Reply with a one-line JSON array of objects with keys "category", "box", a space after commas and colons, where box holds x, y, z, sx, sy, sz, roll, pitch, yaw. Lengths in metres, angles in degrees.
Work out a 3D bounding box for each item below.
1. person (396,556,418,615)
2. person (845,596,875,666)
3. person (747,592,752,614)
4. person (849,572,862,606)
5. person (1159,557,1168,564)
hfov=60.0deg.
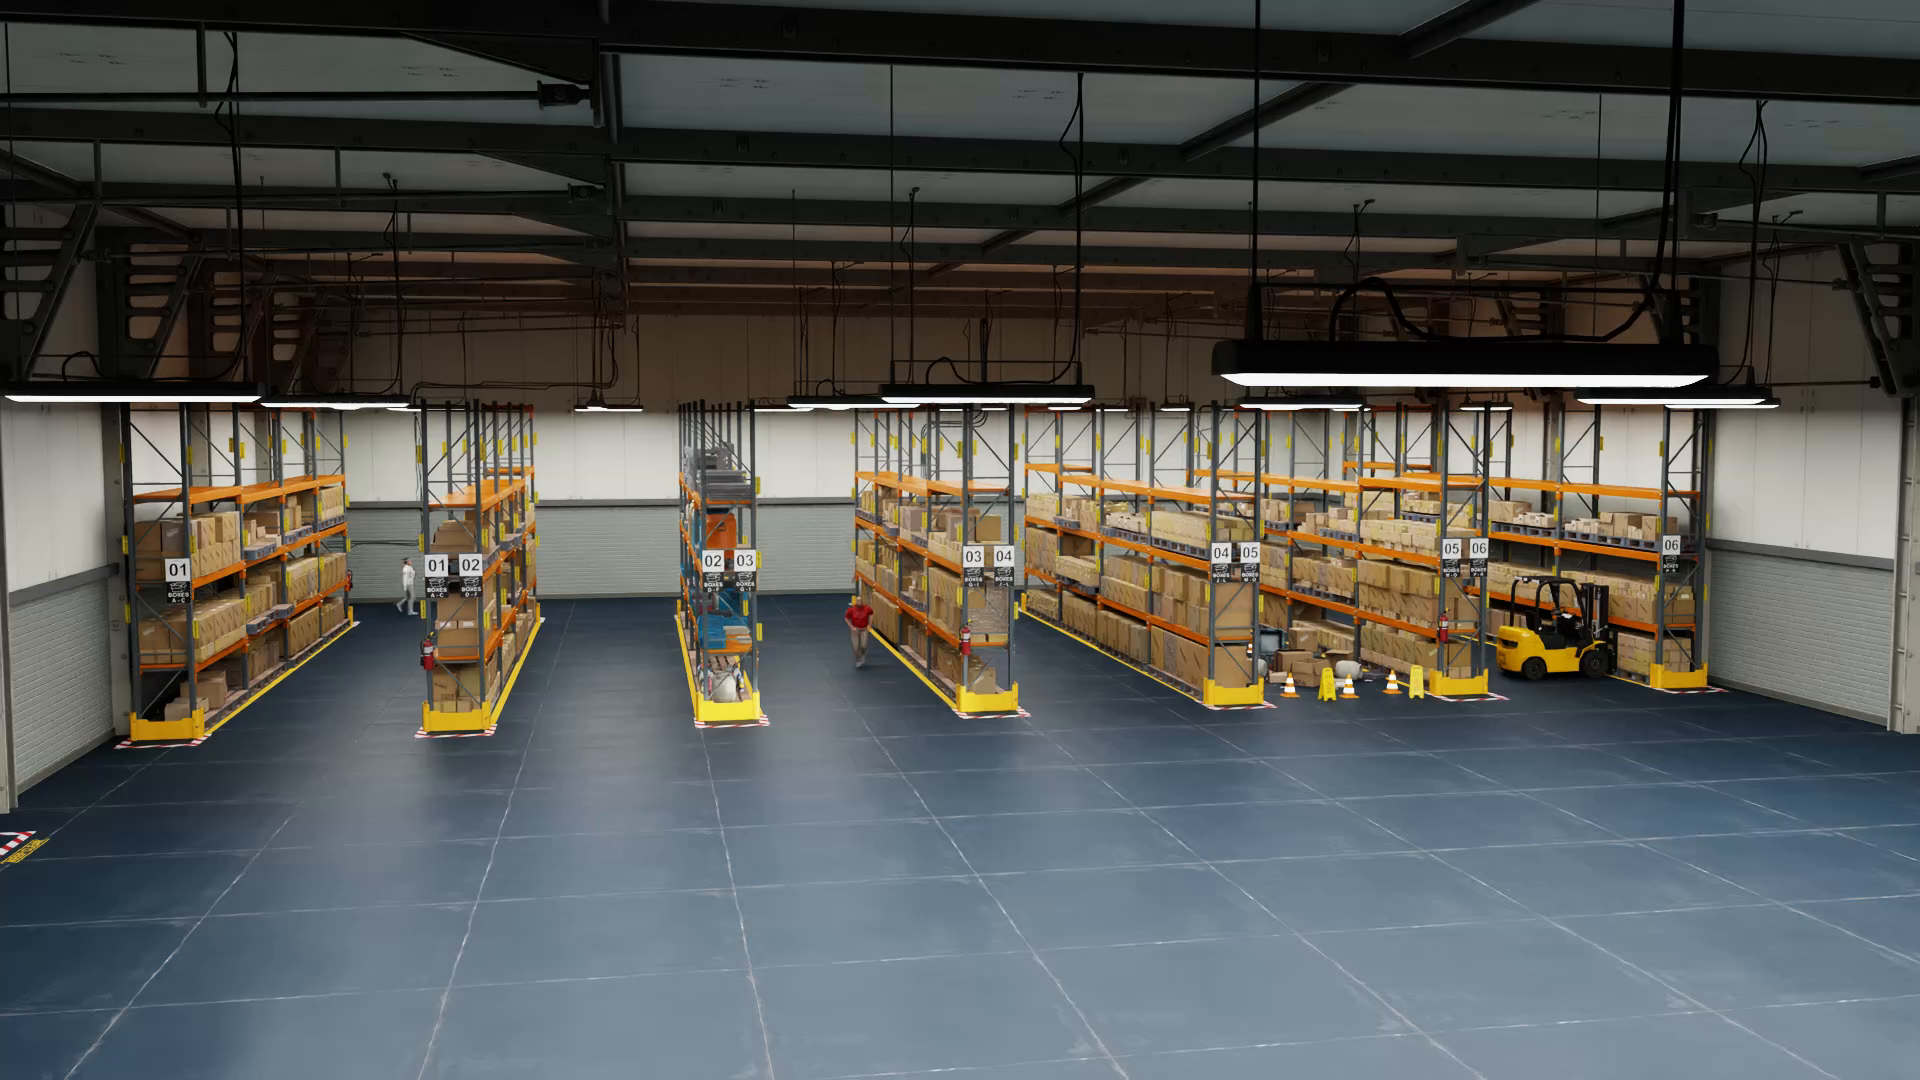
[{"category": "person", "box": [-15.789, 1.294, 47.431, 0.625, 1.672, 0.469, -1, 4, -10]}, {"category": "person", "box": [-2.270, 2.067, 37.670, 0.670, 1.640, 0.739, 0, 4, -2]}, {"category": "person", "box": [-6.205, 1.295, 47.690, 0.474, 1.642, 0.483, 3, 5, 35]}, {"category": "person", "box": [-2.889, 1.127, 49.567, 0.998, 1.735, 0.555, -2, 5, -28]}, {"category": "person", "box": [5.920, 1.251, 48.569, 0.500, 1.695, 0.373, -3, 6, -39]}]
